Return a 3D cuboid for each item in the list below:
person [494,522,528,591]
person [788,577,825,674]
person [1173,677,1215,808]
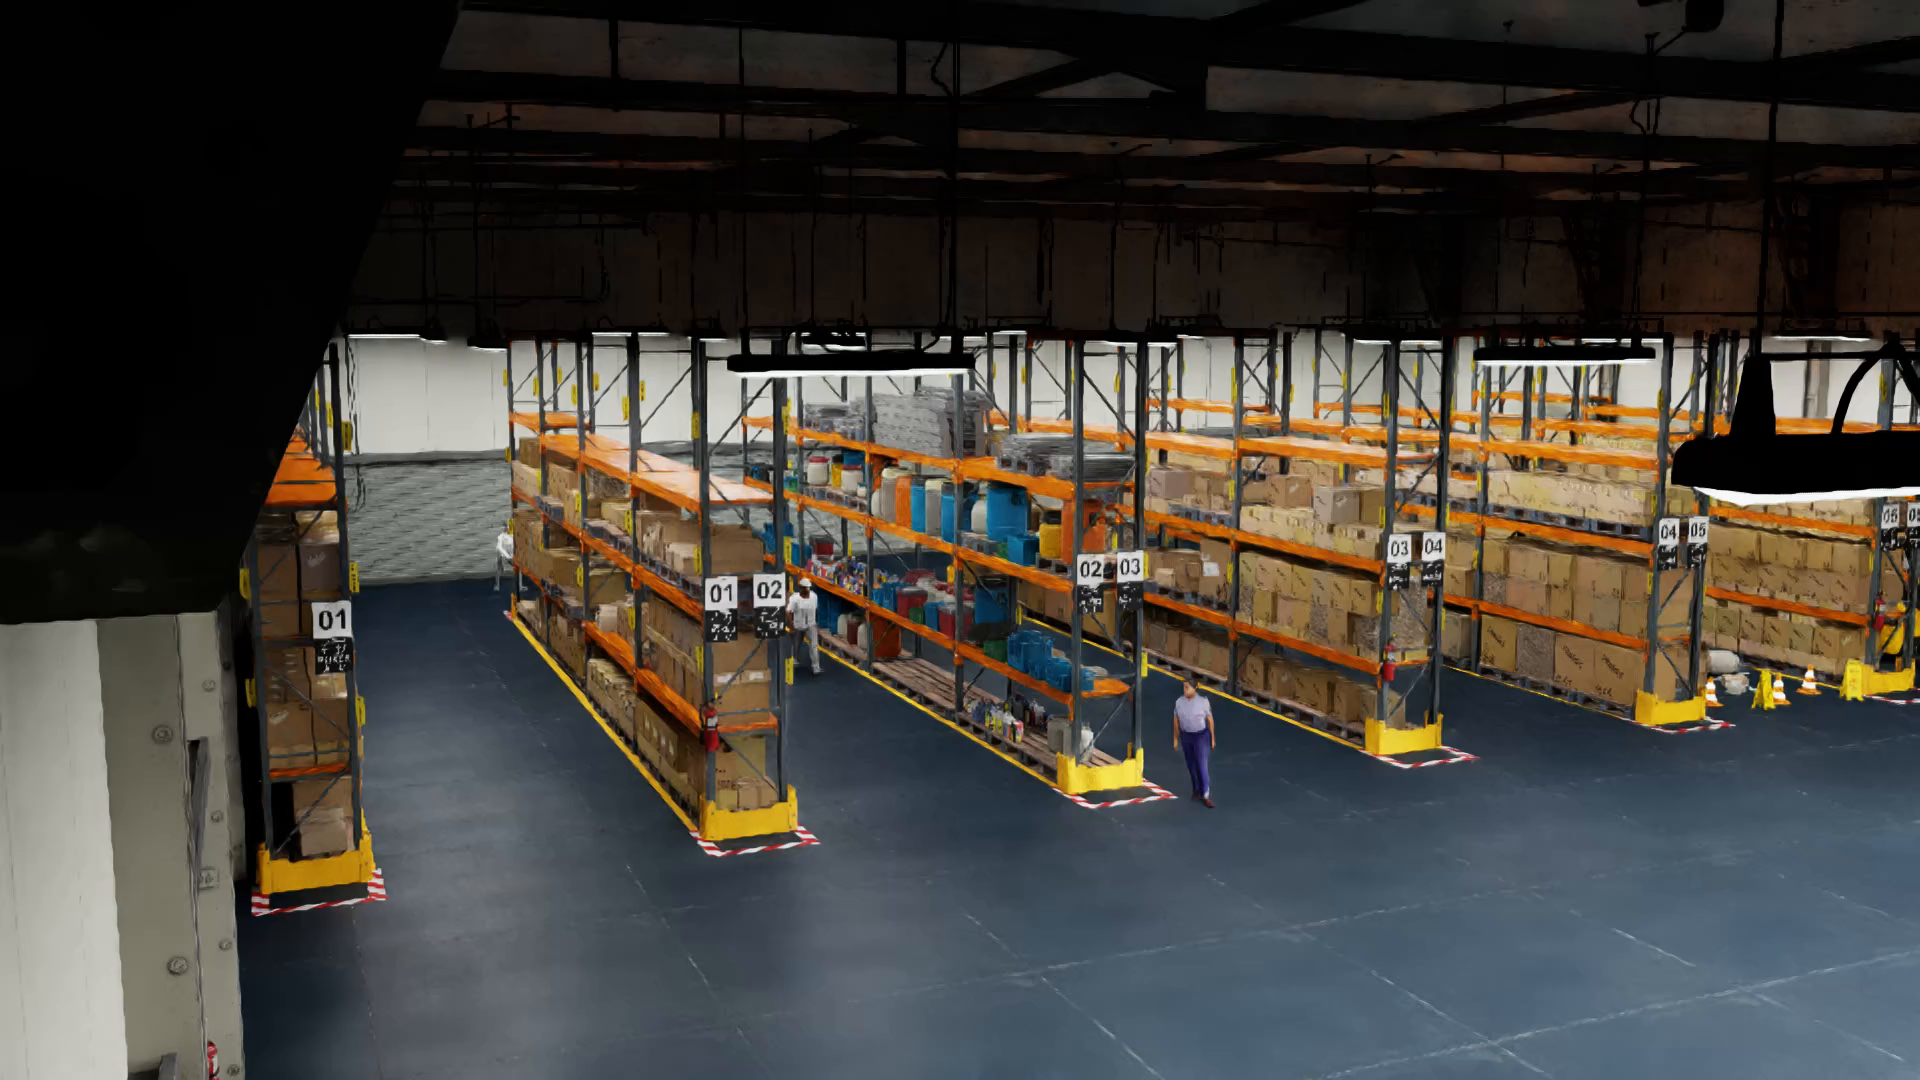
[{"bbox_3d":[-10.327,0.369,37.932,0.632,1.616,0.774,-7,11,-43],"label":"person"},{"bbox_3d":[-2.759,1.488,29.430,0.577,1.691,1.121,-3,8,-20],"label":"person"},{"bbox_3d":[3.085,2.601,21.634,0.609,1.673,0.471,5,9,30],"label":"person"}]
